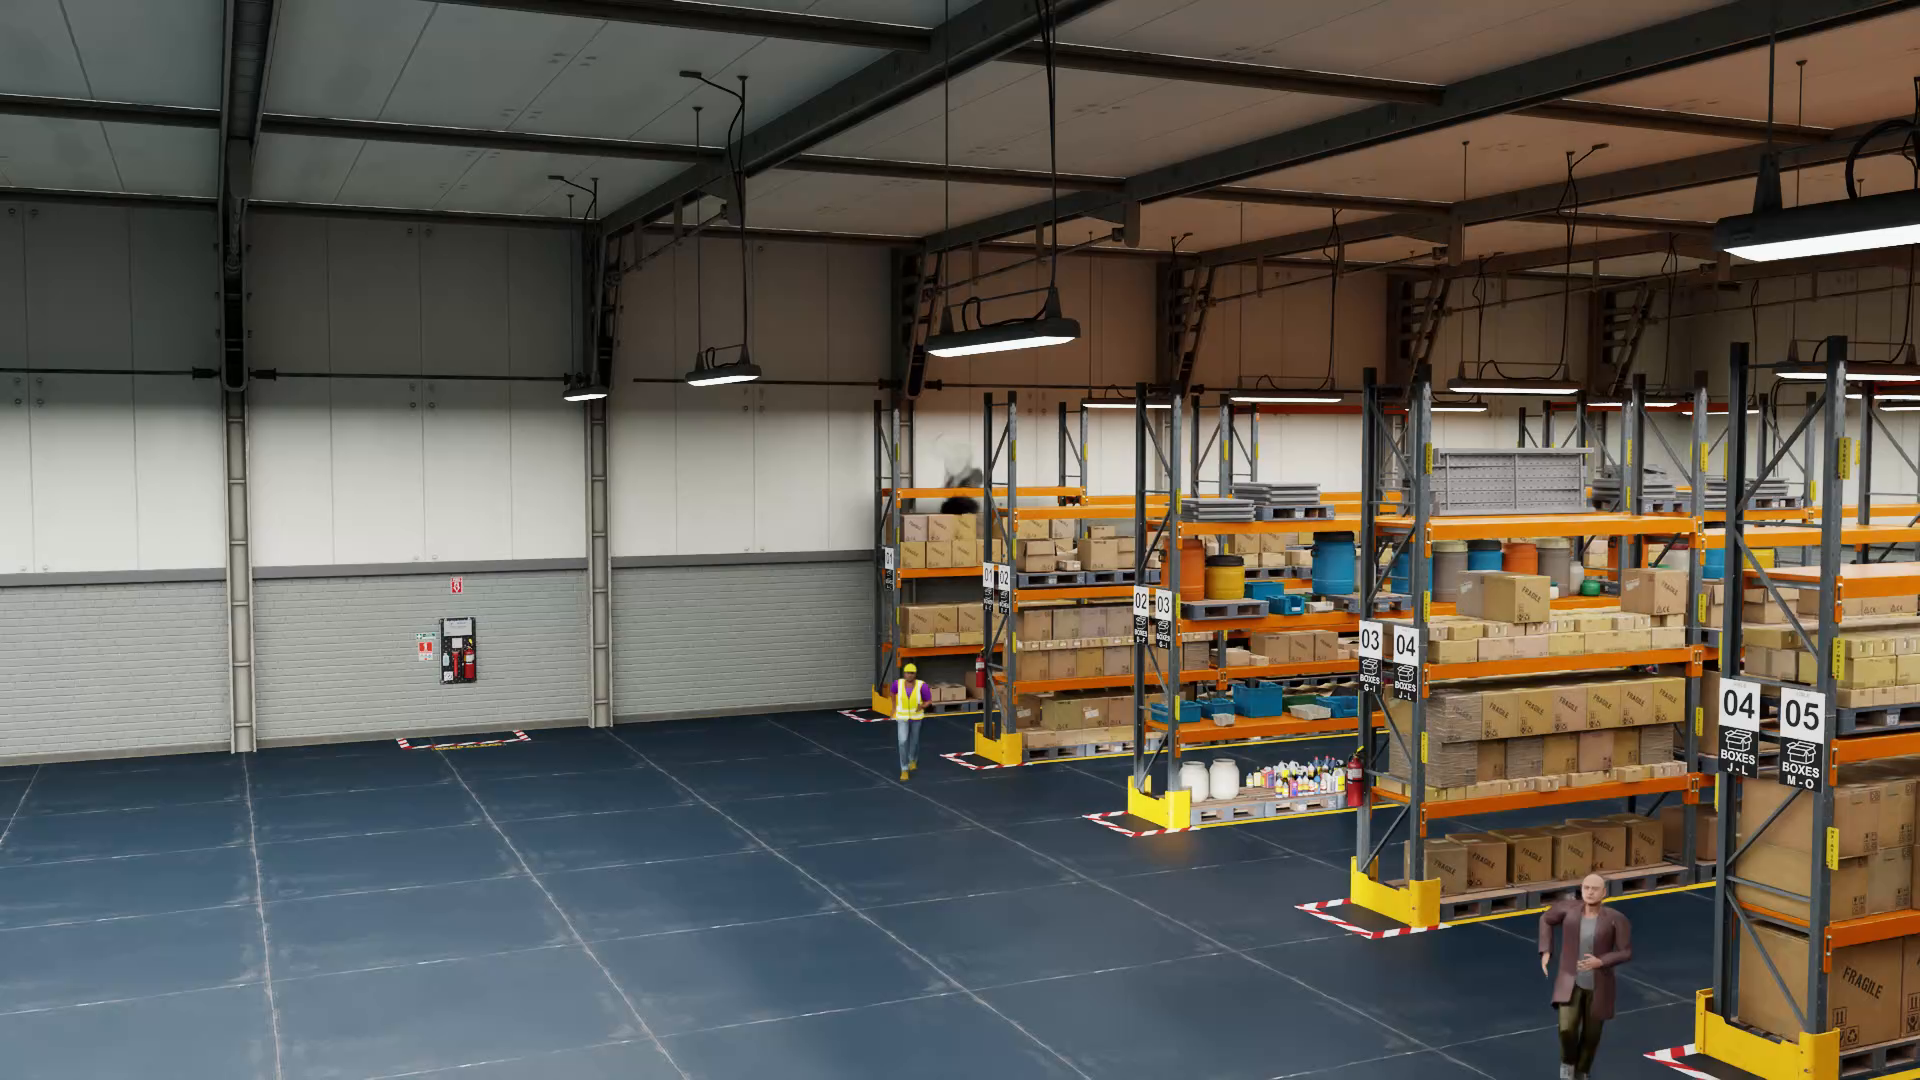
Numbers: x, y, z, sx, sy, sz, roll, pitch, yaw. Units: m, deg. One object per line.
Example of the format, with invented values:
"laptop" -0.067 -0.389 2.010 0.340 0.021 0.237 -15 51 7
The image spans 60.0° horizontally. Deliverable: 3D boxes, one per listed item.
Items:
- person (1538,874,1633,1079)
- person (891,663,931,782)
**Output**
"person" 4.963 3.520 13.220 0.703 1.728 0.649 1 4 20
"person" -0.760 2.791 25.772 0.617 1.802 0.915 0 3 -3
